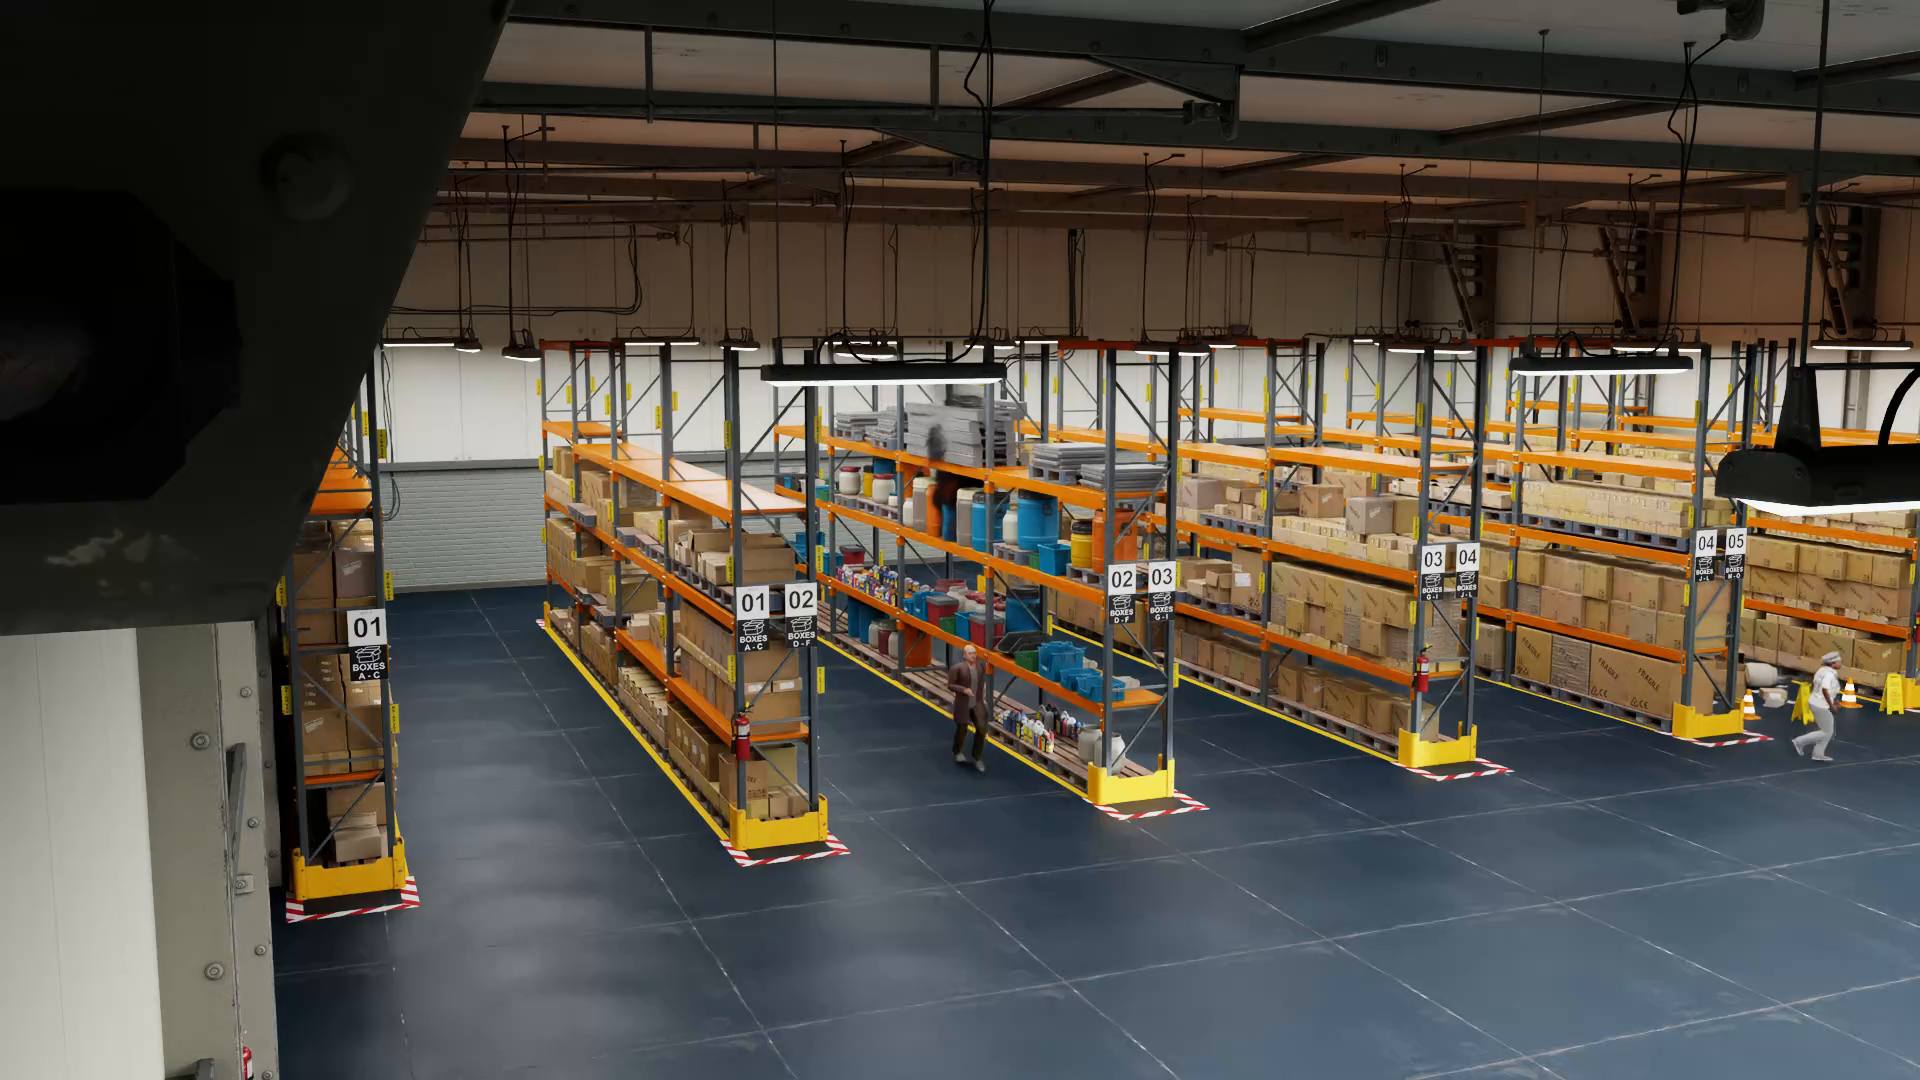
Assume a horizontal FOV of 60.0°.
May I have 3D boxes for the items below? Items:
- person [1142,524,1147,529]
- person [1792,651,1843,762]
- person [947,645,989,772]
[{"bbox_3d":[4.389,0.456,38.916,0.604,1.668,0.566,-1,7,-5],"label":"person"},{"bbox_3d":[12.434,2.404,24.102,0.655,1.637,0.582,2,8,14],"label":"person"},{"bbox_3d":[0.111,2.392,23.714,0.648,1.843,0.874,-3,8,-19],"label":"person"}]
